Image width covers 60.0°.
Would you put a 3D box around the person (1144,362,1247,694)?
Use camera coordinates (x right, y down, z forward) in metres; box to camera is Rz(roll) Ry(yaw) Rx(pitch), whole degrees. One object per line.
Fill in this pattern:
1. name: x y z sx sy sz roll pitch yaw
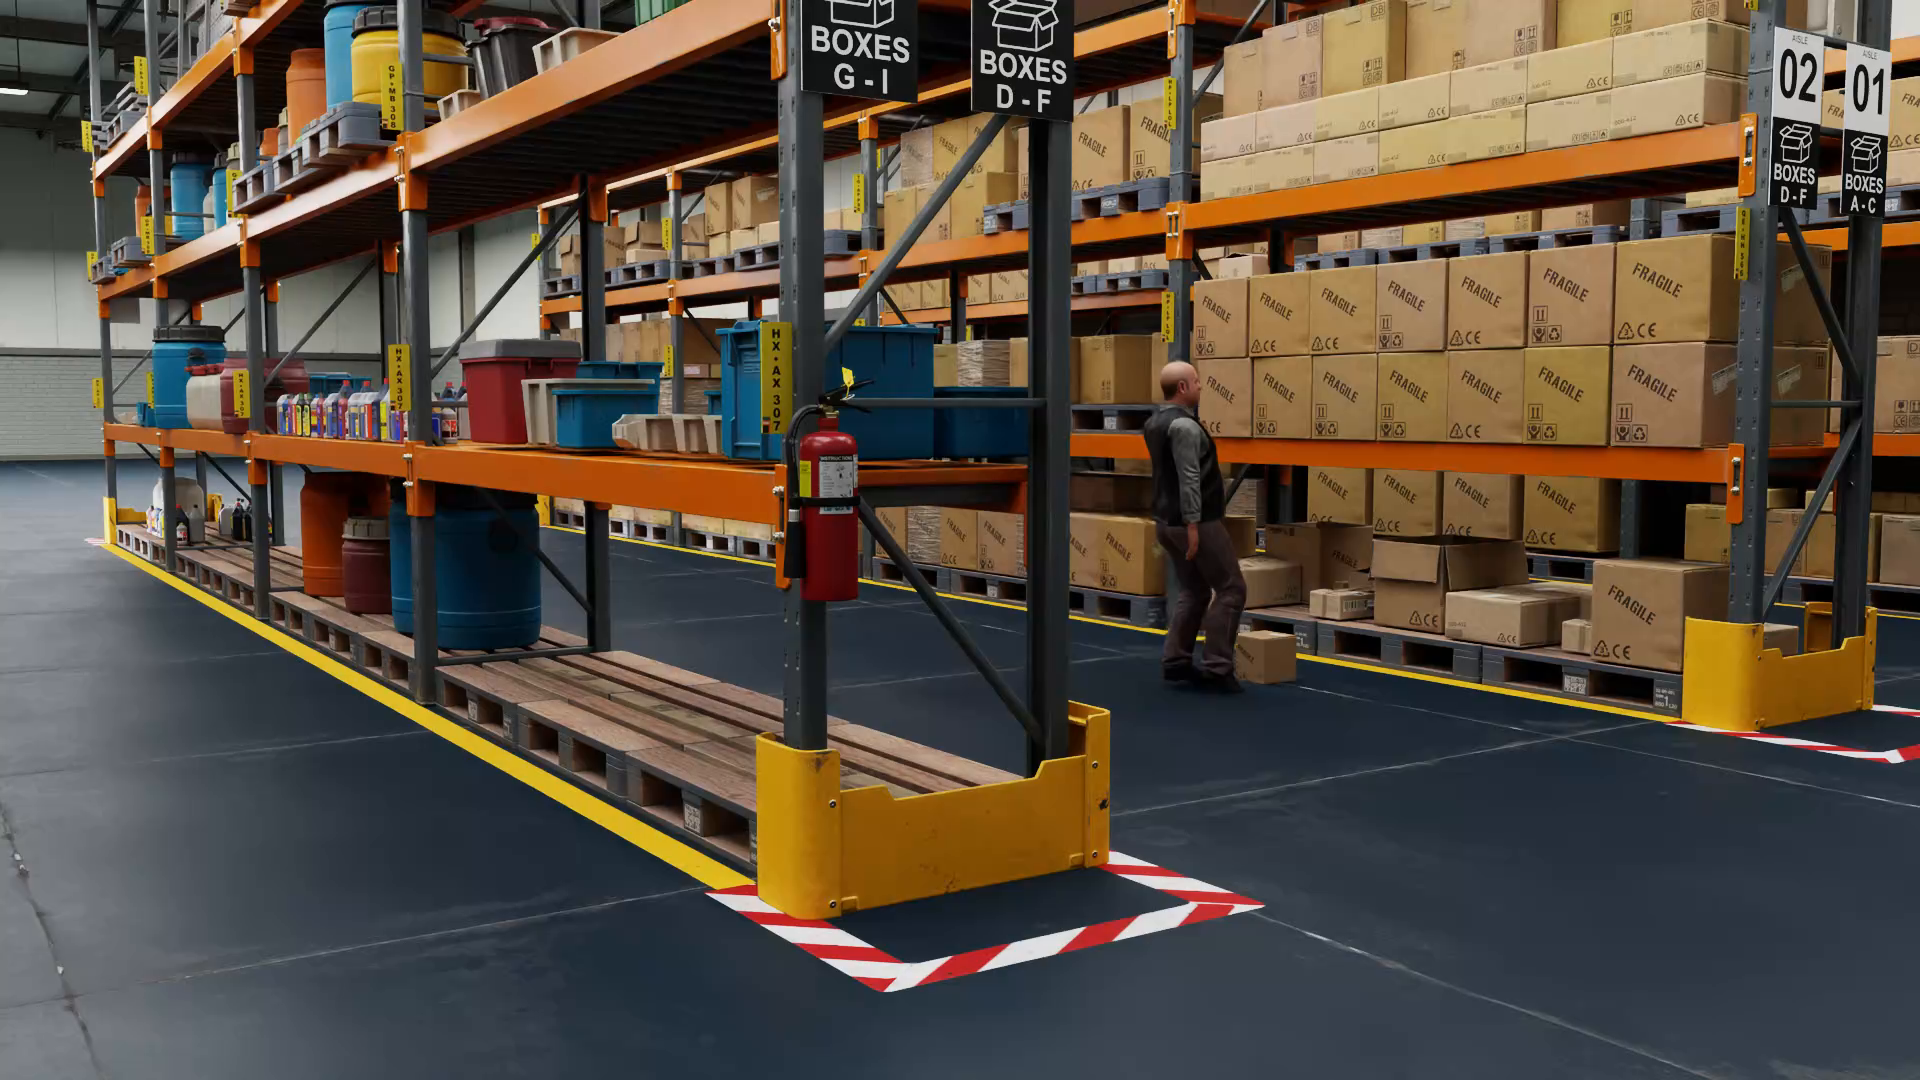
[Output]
1. person: 1.246 -0.035 8.731 0.532 1.790 0.579 -1 5 -15
